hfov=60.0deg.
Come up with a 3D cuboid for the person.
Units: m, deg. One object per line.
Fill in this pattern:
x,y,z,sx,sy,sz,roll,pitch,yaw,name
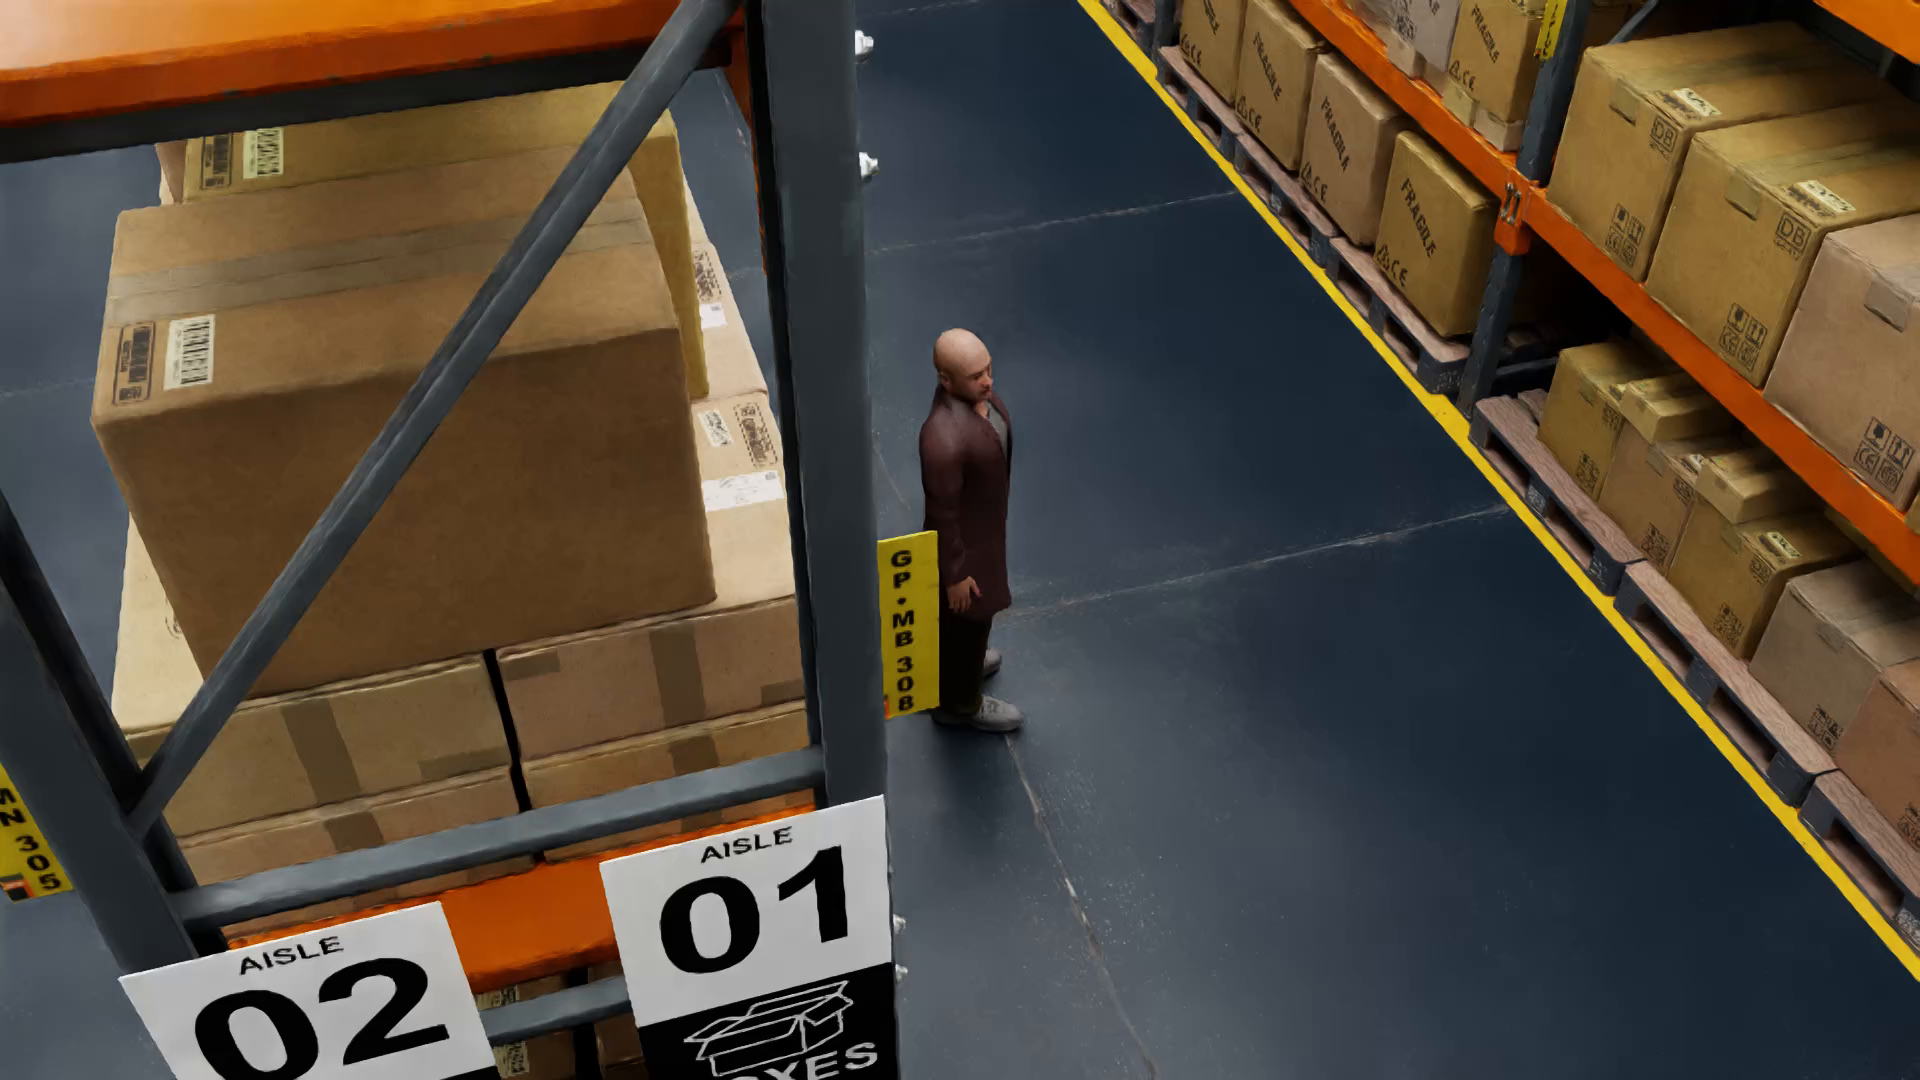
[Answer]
0.051,-0.037,6.178,0.437,1.780,0.674,4,42,4,person
